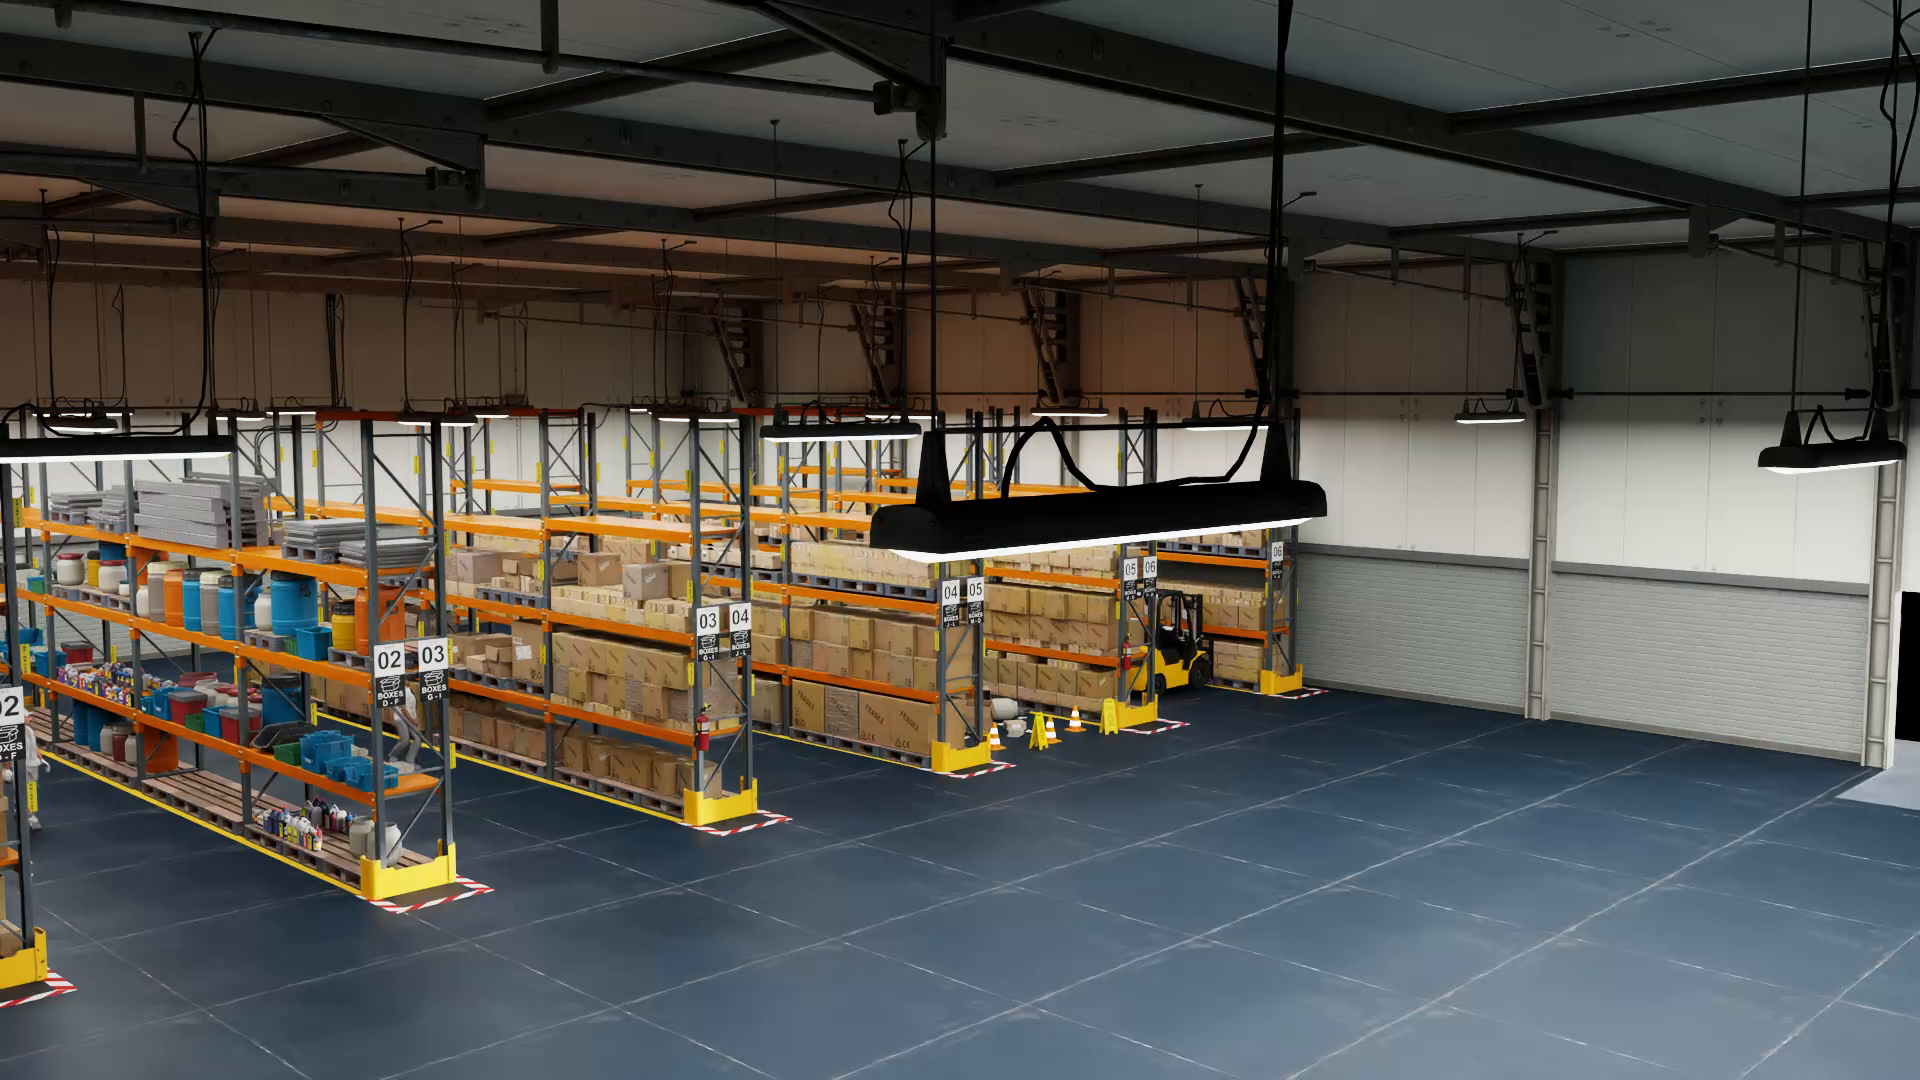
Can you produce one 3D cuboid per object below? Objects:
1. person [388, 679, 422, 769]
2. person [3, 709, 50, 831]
[{"bbox_3d":[-9.324,3.032,28.075,0.677,1.654,0.519,1,5,16],"label":"person"},{"bbox_3d":[-13.546,3.302,24.152,1.049,1.735,0.645,4,6,37],"label":"person"}]
